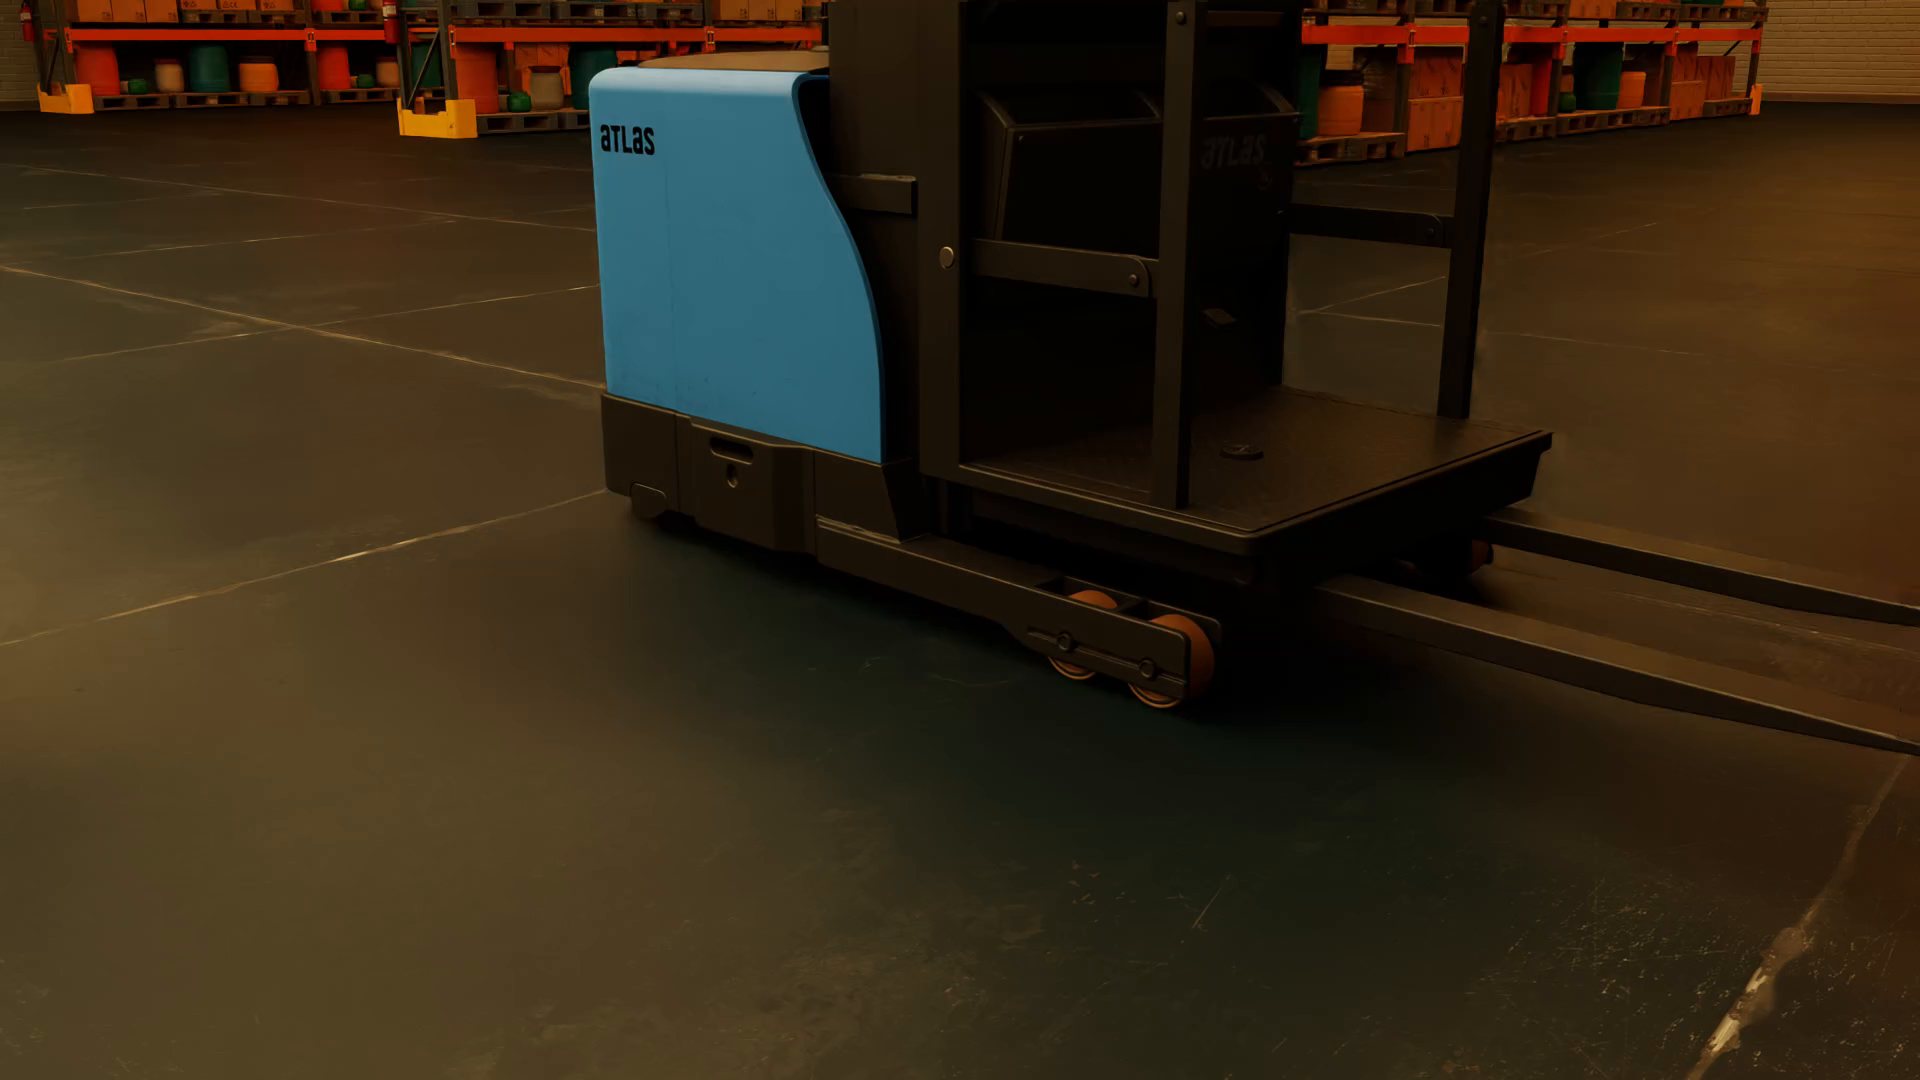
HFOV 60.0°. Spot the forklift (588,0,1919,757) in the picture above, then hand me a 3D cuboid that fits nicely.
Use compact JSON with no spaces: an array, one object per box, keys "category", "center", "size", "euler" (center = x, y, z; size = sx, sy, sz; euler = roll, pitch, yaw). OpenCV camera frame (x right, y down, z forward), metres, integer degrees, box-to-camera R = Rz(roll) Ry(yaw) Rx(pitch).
[{"category":"forklift","center":[0.521,-1.272,3.088],"size":[3.031,2.935,1.130],"euler":[16,23,42]}]
